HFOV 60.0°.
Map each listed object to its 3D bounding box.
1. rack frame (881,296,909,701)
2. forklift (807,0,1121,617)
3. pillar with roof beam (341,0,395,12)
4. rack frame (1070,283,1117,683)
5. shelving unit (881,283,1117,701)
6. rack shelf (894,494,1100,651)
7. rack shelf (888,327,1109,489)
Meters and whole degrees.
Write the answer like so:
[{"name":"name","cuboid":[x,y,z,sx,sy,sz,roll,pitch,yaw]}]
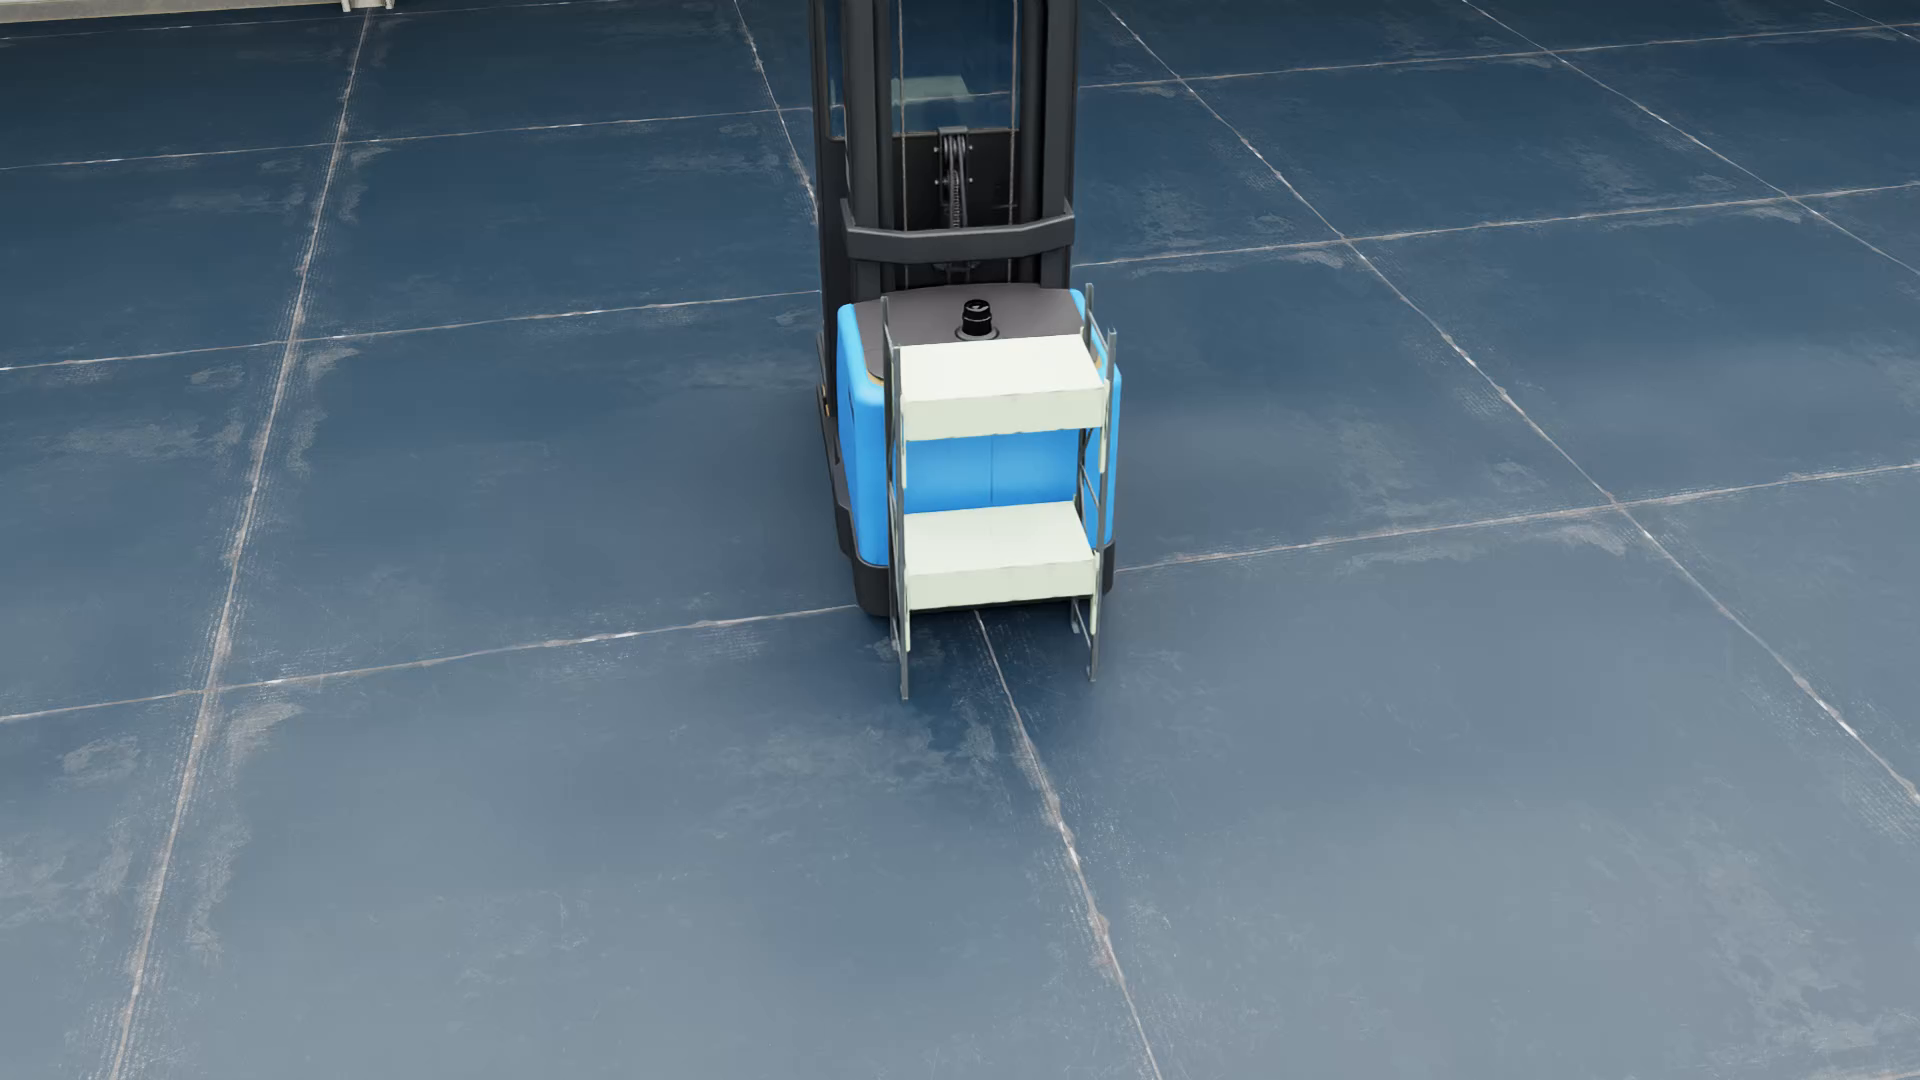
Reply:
[{"name":"rack frame","cuboid":[-0.237,-0.121,6.084,0.023,1.500,0.400,-5,34,-7]},{"name":"forklift","cuboid":[-0.099,-1.719,7.181,1.130,2.935,3.031,-5,34,-7]},{"name":"pillar with roof beam","cuboid":[-4.000,-5.881,7.938,0.400,9.000,9.100,-7,35,-11]},{"name":"rack frame","cuboid":[0.487,-0.181,6.174,0.023,1.500,0.400,-5,34,-7]},{"name":"shelving unit","cuboid":[0.125,-0.151,6.129,0.755,1.500,0.431,-5,34,-7]},{"name":"rack shelf","cuboid":[0.125,0.120,6.311,0.720,0.370,0.431,-5,34,-7]},{"name":"rack shelf","cuboid":[0.125,-0.475,5.912,0.720,0.370,0.431,-5,34,-7]}]
